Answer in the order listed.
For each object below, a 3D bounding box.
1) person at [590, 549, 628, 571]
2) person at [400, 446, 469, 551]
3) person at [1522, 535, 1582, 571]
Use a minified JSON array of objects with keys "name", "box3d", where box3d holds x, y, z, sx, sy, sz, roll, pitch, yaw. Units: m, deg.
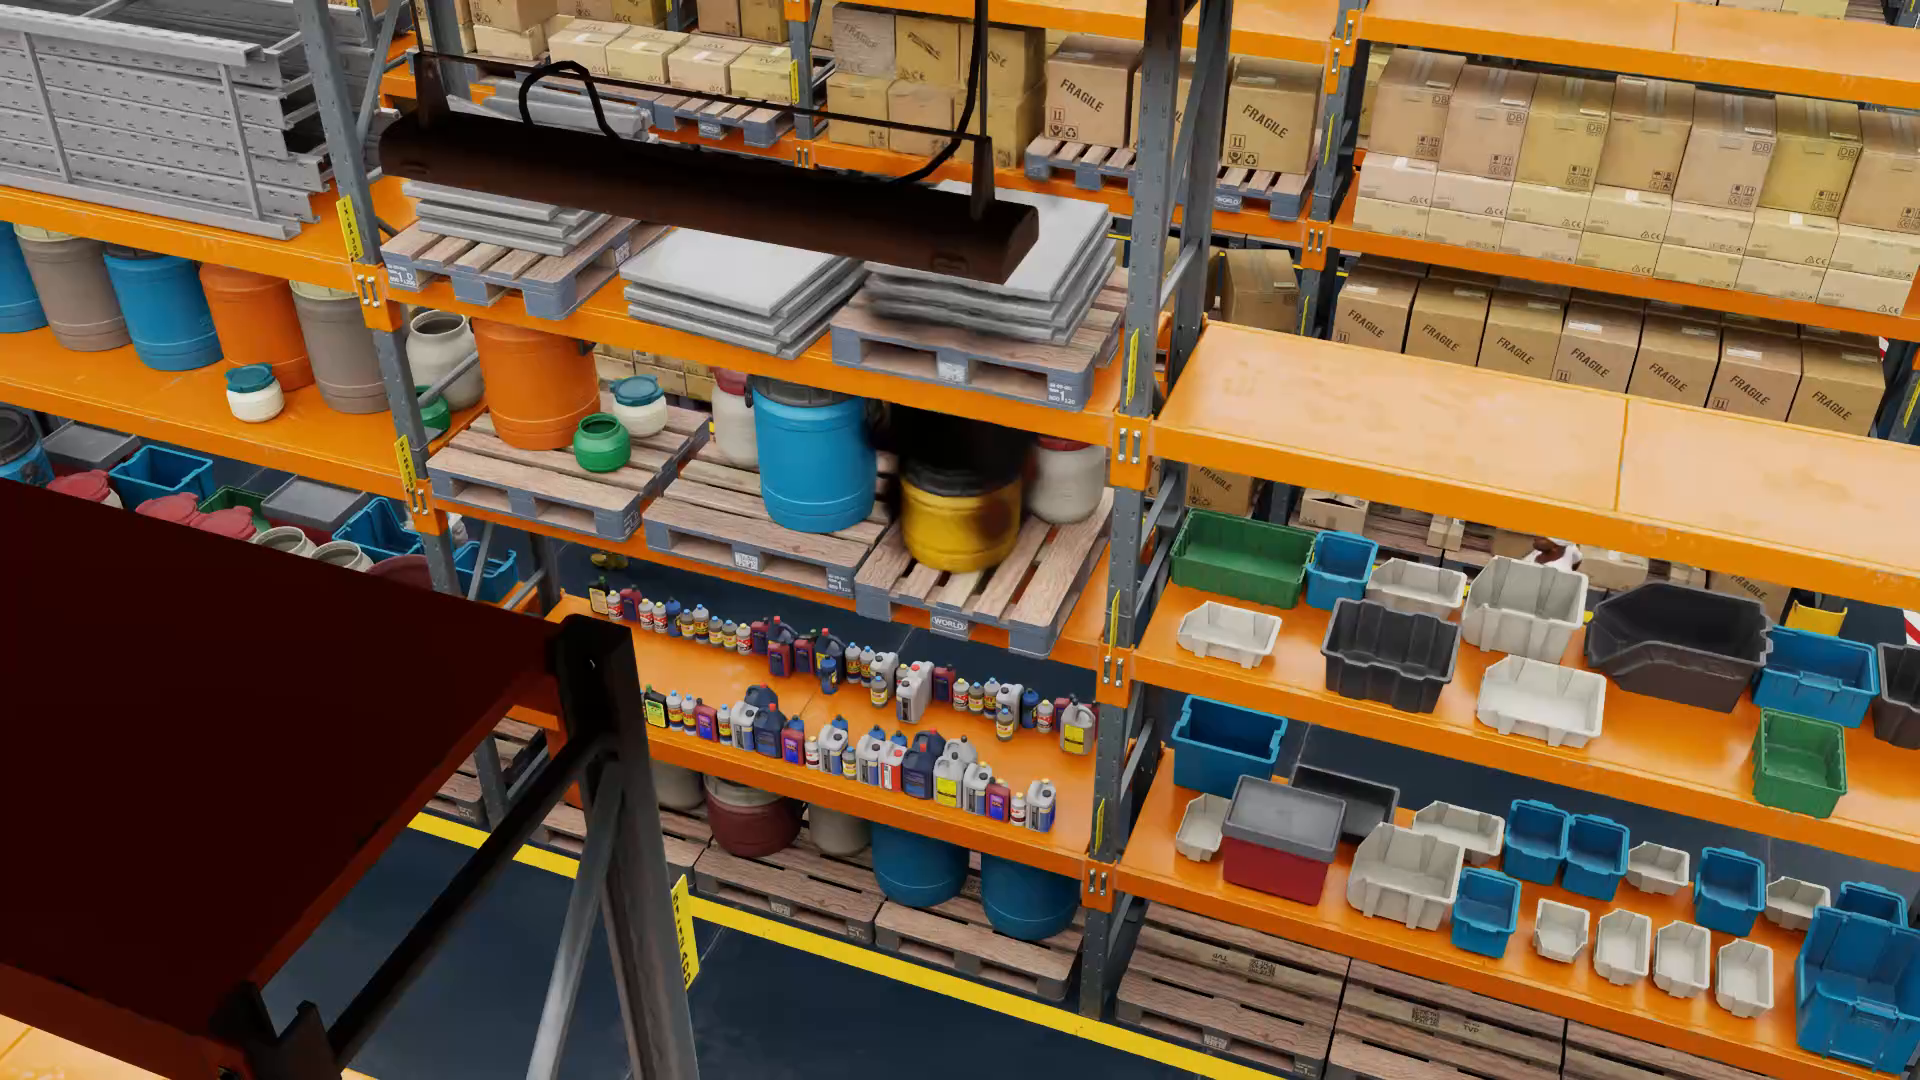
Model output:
[{"name":"person","box3d":[-2.825,-0.521,12.639,0.569,1.721,0.674,12,38,15]},{"name":"person","box3d":[-3.795,-0.141,12.056,1.004,1.759,0.690,12,38,16]},{"name":"person","box3d":[3.803,0.561,11.166,0.722,1.787,0.676,5,37,7]}]
